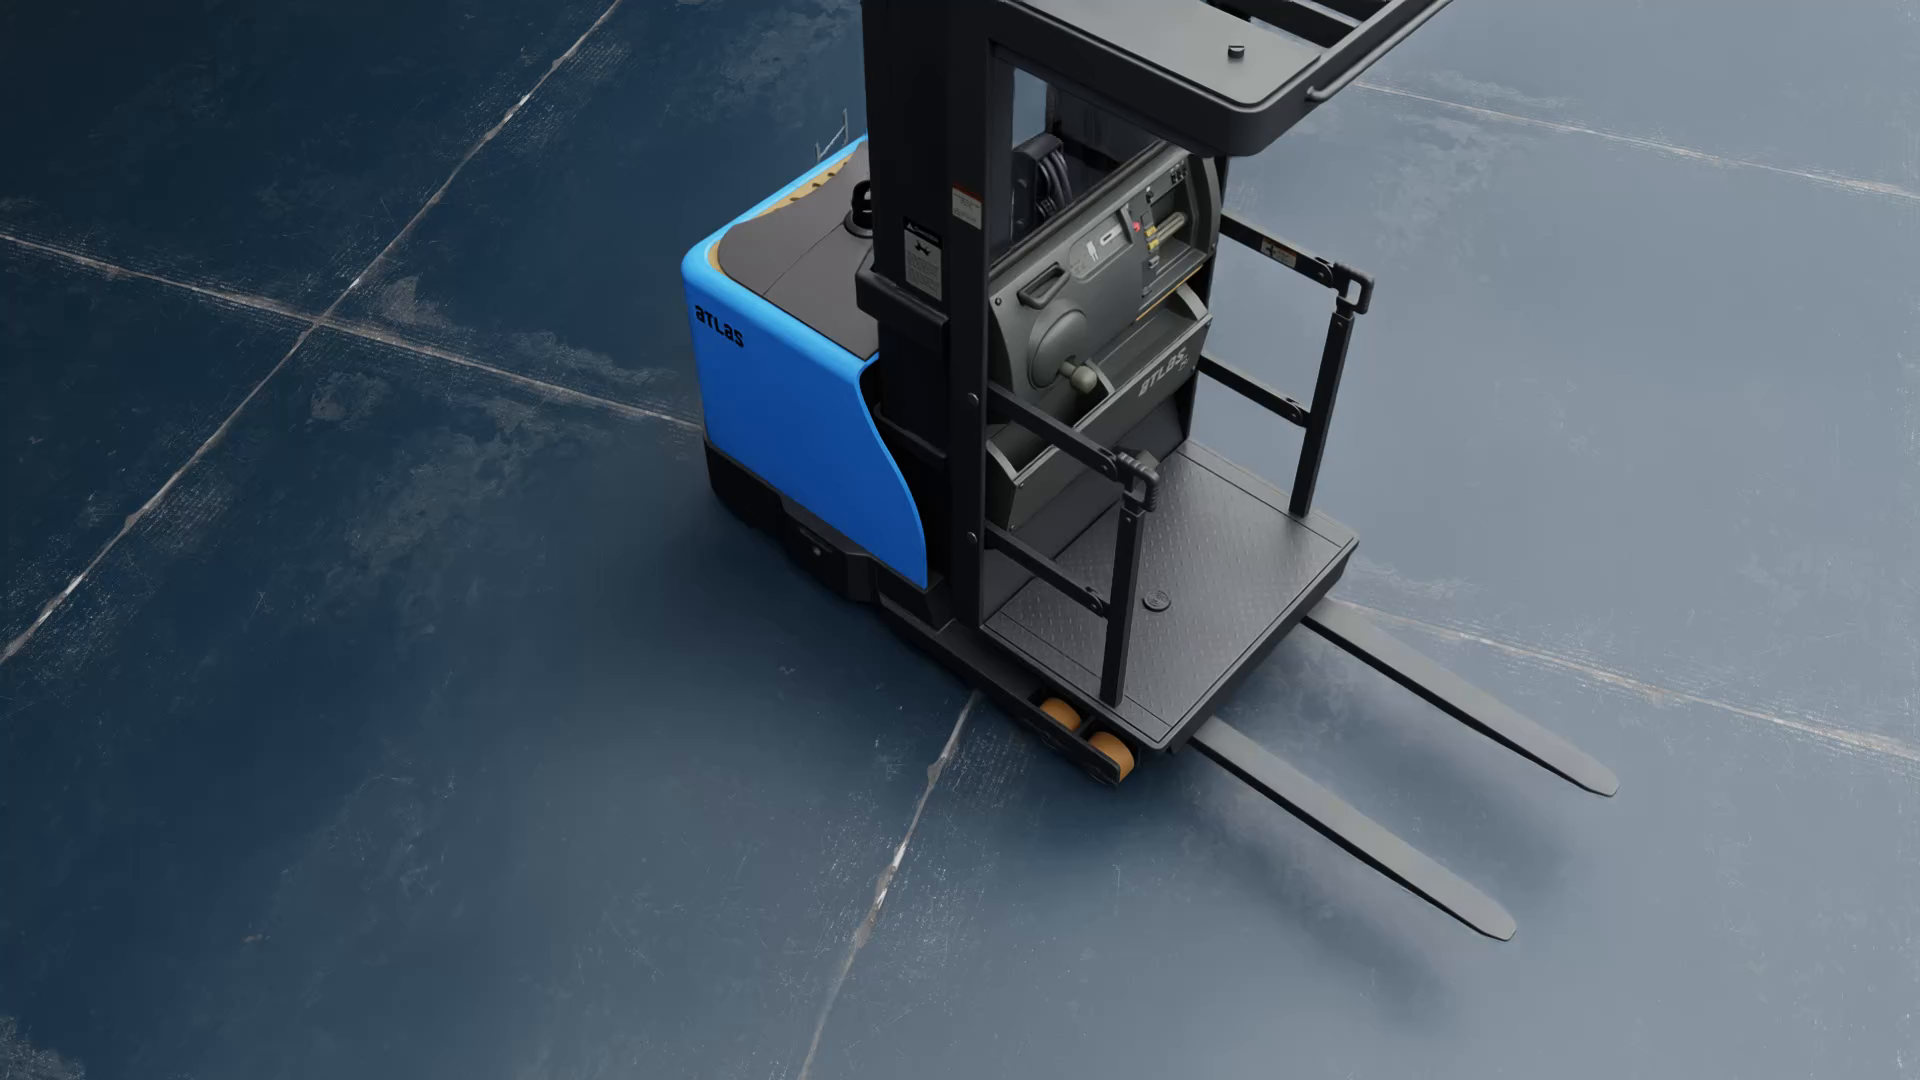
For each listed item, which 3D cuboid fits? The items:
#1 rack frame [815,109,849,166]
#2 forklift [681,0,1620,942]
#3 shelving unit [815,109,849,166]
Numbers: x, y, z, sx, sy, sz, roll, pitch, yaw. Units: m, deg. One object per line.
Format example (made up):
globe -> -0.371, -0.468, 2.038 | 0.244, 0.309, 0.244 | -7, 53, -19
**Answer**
rack frame -> -0.452, -1.145, 6.145 | 0.006, 0.900, 0.240 | 18, 51, 15
forklift -> 0.565, -0.666, 4.388 | 3.031, 2.935, 1.130 | 33, 57, 26
shelving unit -> -0.359, -1.115, 6.119 | 0.210, 0.900, 0.258 | 18, 51, 15
